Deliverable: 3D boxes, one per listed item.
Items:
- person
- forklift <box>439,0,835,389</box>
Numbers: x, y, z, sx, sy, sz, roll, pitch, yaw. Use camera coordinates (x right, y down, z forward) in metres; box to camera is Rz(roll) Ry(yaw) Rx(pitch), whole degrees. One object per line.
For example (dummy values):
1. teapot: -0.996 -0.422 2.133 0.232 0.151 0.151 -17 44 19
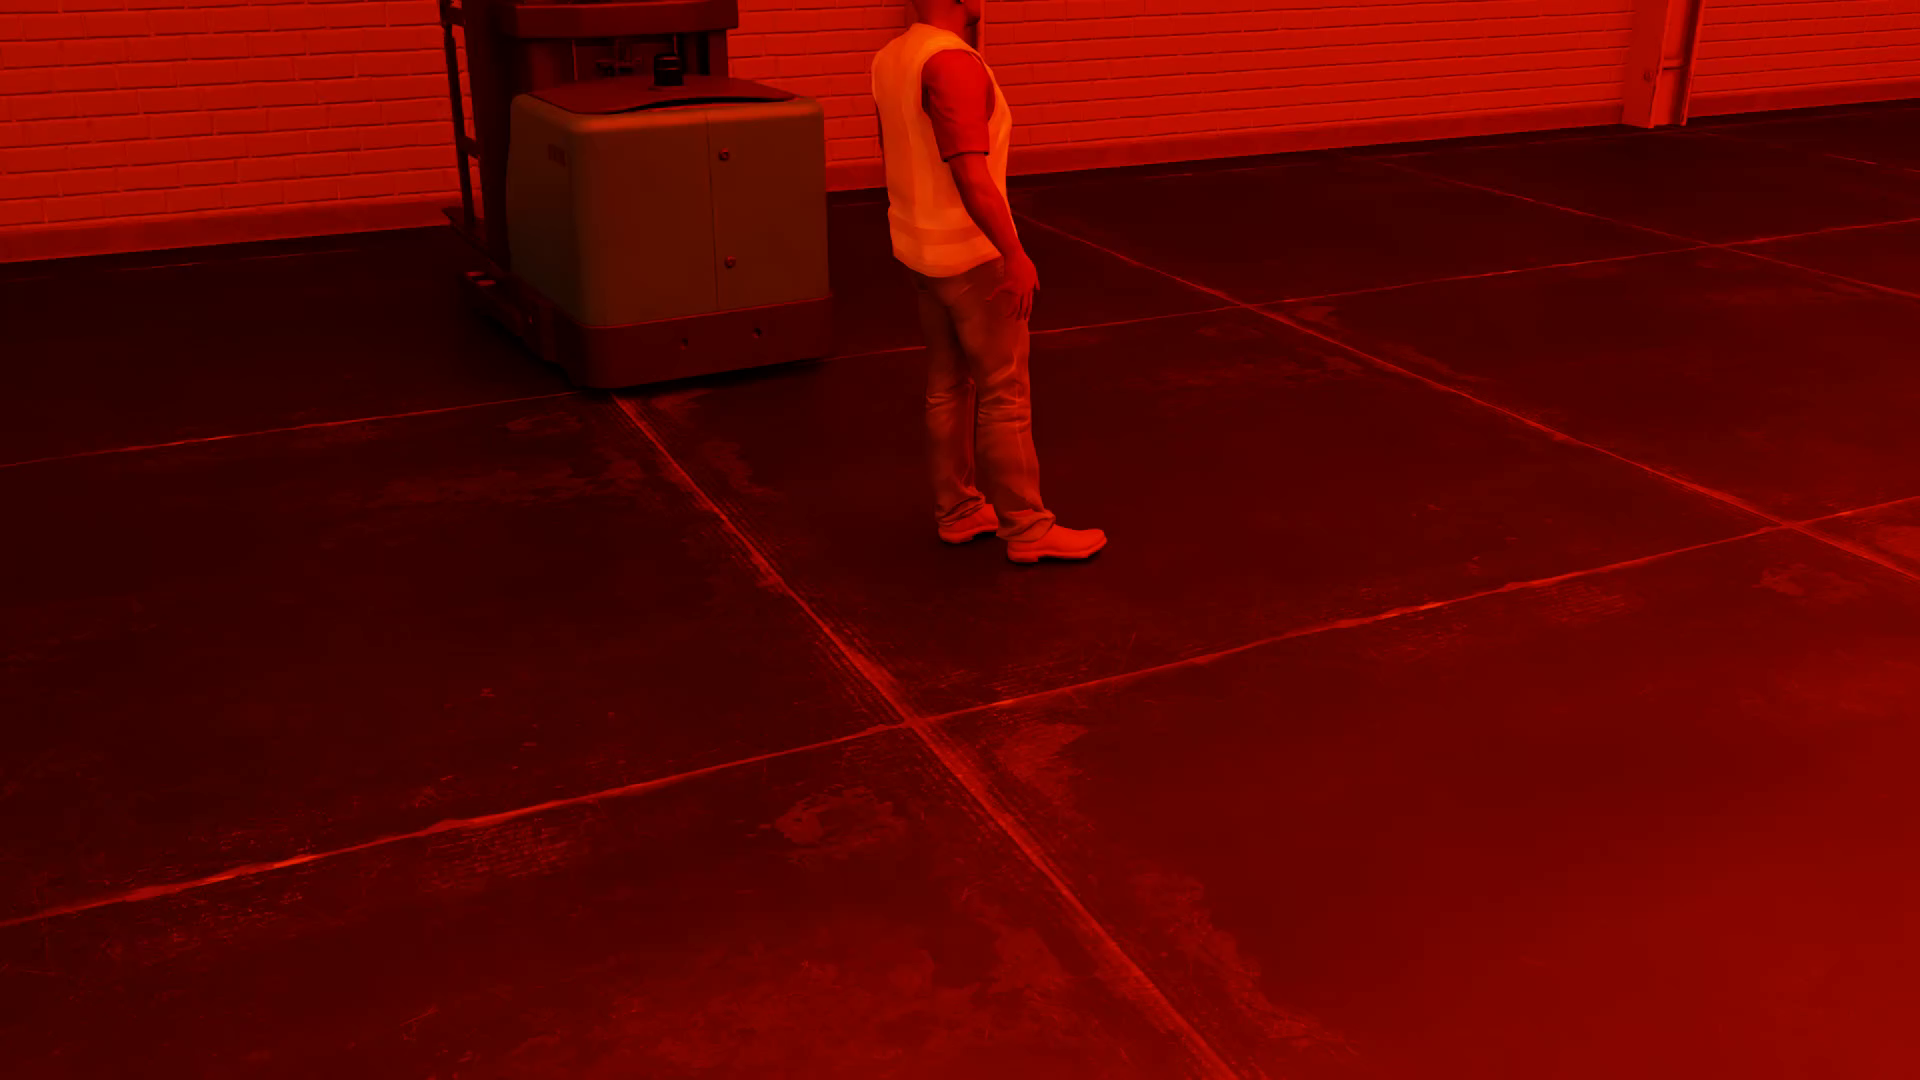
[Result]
1. person: 0.066 -0.832 4.788 0.575 1.768 0.665 -10 25 -23
2. forklift: -1.672 -2.448 7.178 1.130 2.935 3.031 -12 26 -27
